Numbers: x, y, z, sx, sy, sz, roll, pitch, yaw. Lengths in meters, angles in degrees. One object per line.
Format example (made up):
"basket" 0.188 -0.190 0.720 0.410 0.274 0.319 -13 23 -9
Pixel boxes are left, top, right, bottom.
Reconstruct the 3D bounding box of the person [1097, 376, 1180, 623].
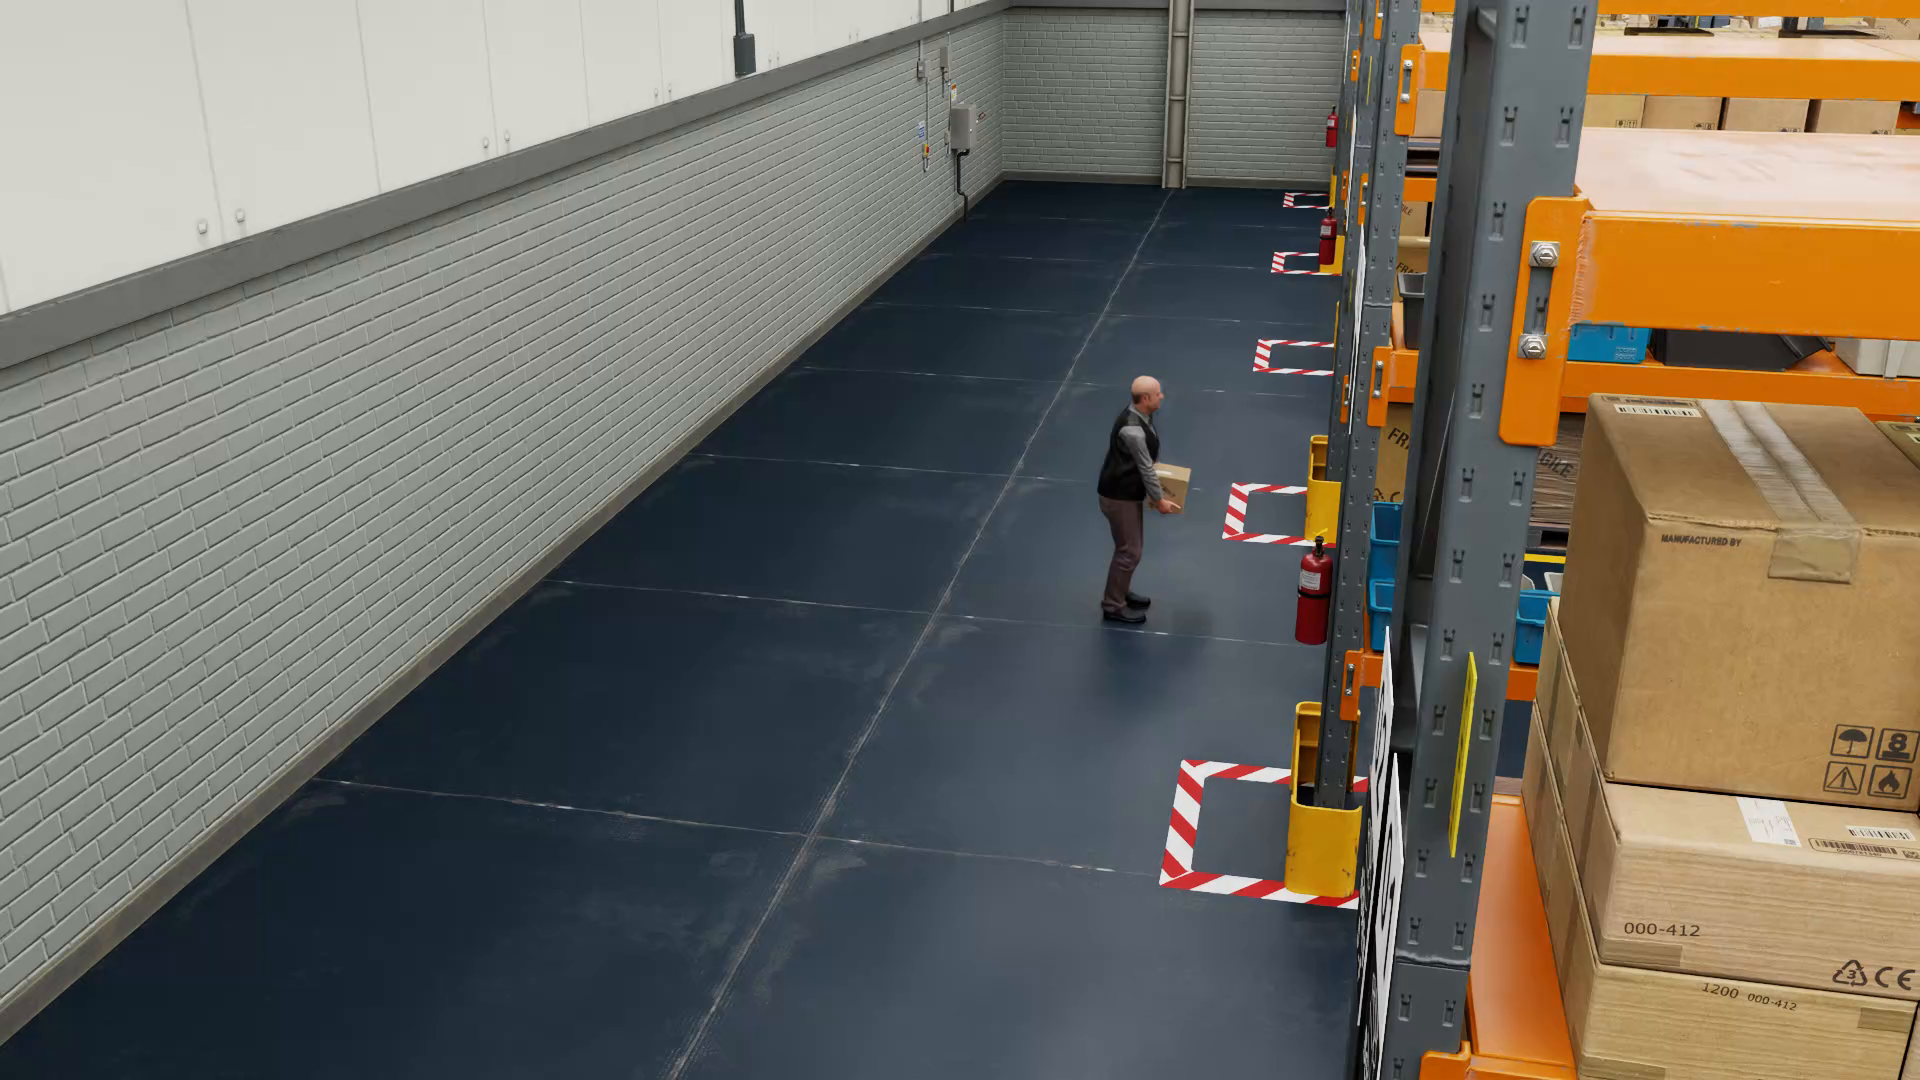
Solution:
"person" 1.231 -0.293 11.387 0.577 1.713 0.487 4 22 10
